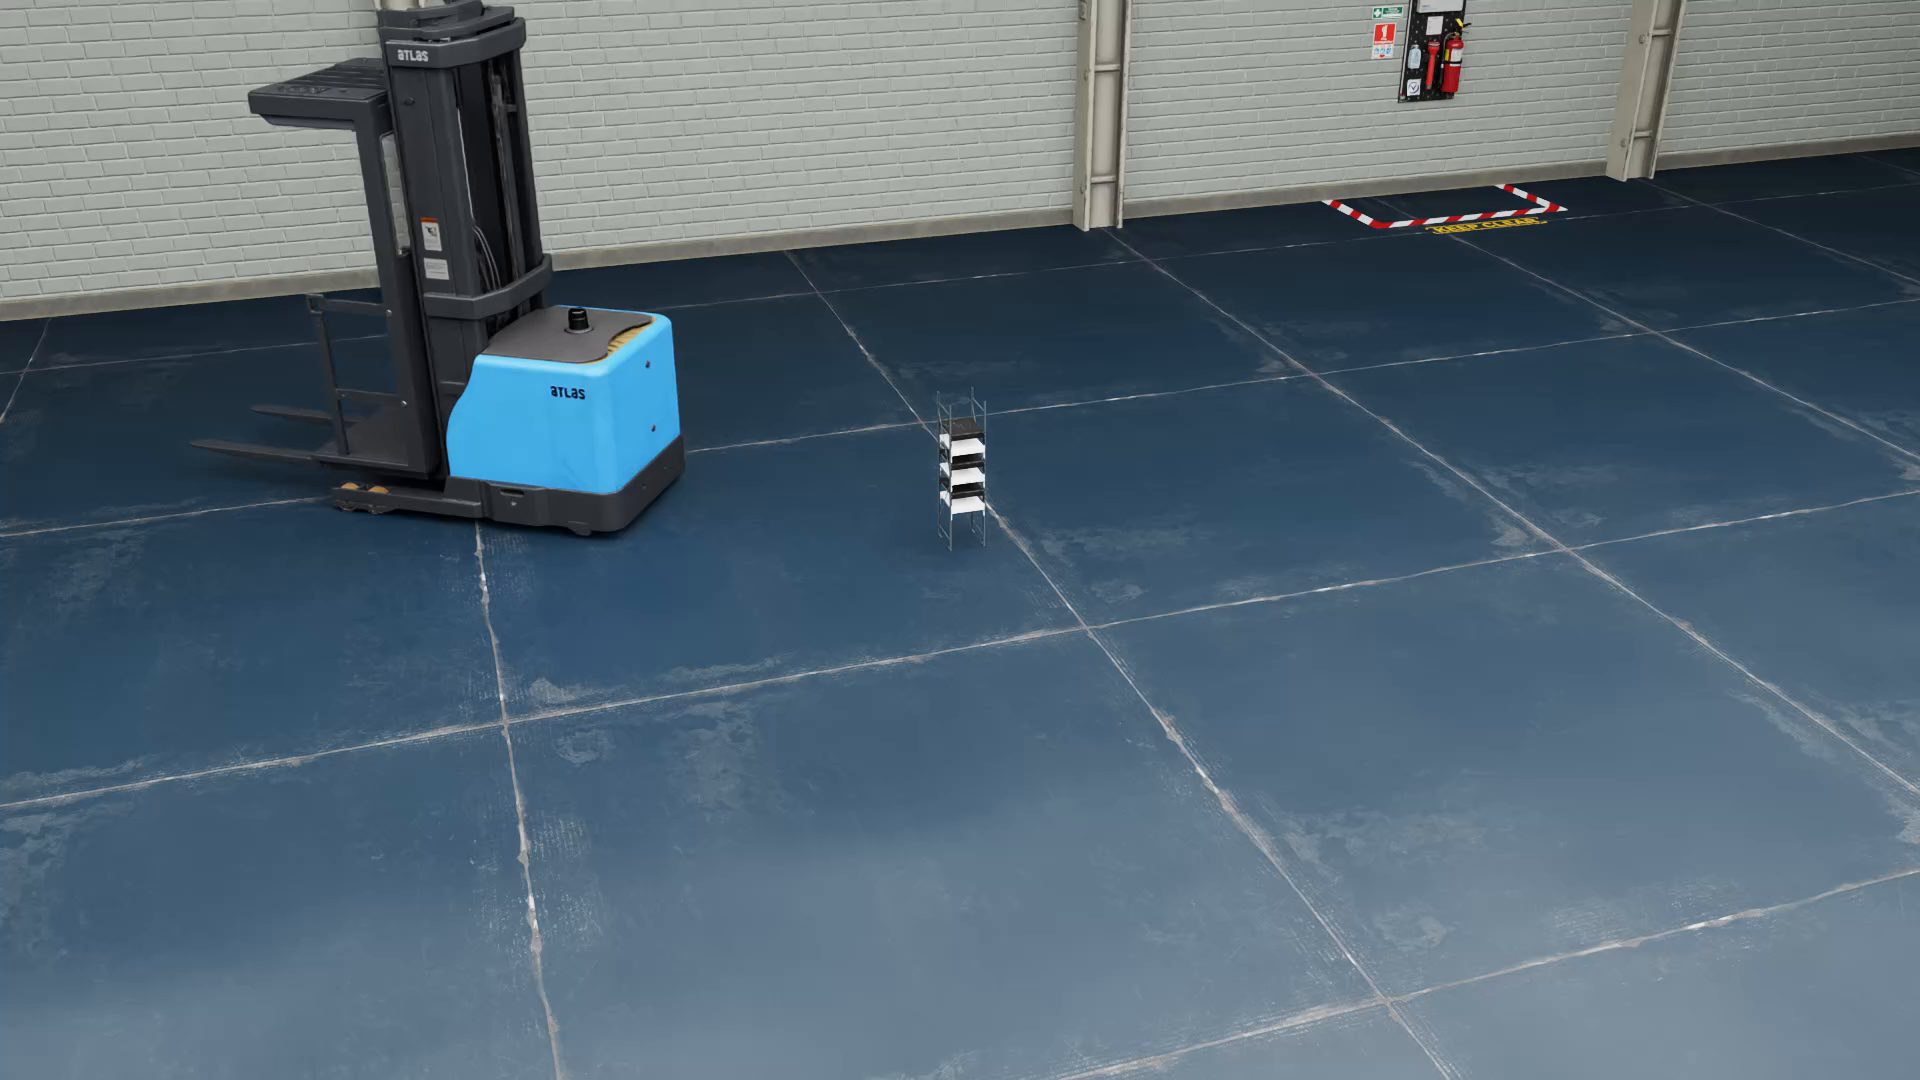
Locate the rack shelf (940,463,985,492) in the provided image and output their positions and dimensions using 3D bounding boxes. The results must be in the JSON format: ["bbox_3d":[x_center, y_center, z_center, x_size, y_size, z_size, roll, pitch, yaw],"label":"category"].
[{"bbox_3d":[0.008,-0.374,9.567,0.200,0.077,0.258,-8,28,-16],"label":"rack shelf"}]

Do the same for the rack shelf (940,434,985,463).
[{"bbox_3d":[0.008,-0.536,9.487,0.200,0.077,0.258,-8,28,-16],"label":"rack shelf"}]

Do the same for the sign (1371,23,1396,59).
[{"bbox_3d":[4.085,-4.813,16.032,0.234,0.329,0.001,-8,28,-16],"label":"sign"}]

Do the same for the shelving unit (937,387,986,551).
[{"bbox_3d":[0.008,-0.404,9.552,0.210,0.900,0.258,-8,28,-16],"label":"shelving unit"}]

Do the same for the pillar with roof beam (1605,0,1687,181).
[{"bbox_3d":[8.338,-6.021,11.758,0.400,9.000,9.100,-8,28,-16],"label":"pillar with roof beam"}]

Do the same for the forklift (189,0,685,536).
[{"bbox_3d":[-3.309,-1.685,9.848,3.031,2.935,1.130,7,27,13],"label":"forklift"}]

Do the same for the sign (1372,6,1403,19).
[{"bbox_3d":[4.092,-5.048,15.908,0.331,0.109,0.001,-8,28,-16],"label":"sign"}]

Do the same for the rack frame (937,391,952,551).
[{"bbox_3d":[-0.089,-0.390,9.524,0.006,0.900,0.240,-8,28,-16],"label":"rack frame"}]

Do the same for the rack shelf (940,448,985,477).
[{"bbox_3d":[0.008,-0.455,9.527,0.200,0.077,0.258,-8,28,-16],"label":"rack shelf"}]

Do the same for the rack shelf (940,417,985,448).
[{"bbox_3d":[0.008,-0.616,9.447,0.200,0.077,0.258,-8,28,-16],"label":"rack shelf"}]

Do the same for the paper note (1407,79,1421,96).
[{"bbox_3d":[4.453,-4.440,16.311,0.142,0.148,0.016,-8,28,-16],"label":"paper note"}]

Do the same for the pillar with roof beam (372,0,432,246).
[{"bbox_3d":[-3.073,-4.369,8.430,0.400,9.000,9.100,-8,28,-16],"label":"pillar with roof beam"}]

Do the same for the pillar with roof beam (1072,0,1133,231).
[{"bbox_3d":[2.632,-5.195,10.094,0.400,9.000,9.100,-8,28,-16],"label":"pillar with roof beam"}]

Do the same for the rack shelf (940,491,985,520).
[{"bbox_3d":[0.008,-0.213,9.647,0.200,0.077,0.258,-8,28,-16],"label":"rack shelf"}]

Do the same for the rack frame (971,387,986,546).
[{"bbox_3d":[0.104,-0.418,9.580,0.006,0.900,0.240,-8,28,-16],"label":"rack frame"}]

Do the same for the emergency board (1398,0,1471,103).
[{"bbox_3d":[4.643,-4.830,16.106,0.643,1.169,0.194,-8,28,-16],"label":"emergency board"}]

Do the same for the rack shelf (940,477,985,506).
[{"bbox_3d":[0.008,-0.294,9.607,0.200,0.077,0.258,-8,28,-16],"label":"rack shelf"}]
